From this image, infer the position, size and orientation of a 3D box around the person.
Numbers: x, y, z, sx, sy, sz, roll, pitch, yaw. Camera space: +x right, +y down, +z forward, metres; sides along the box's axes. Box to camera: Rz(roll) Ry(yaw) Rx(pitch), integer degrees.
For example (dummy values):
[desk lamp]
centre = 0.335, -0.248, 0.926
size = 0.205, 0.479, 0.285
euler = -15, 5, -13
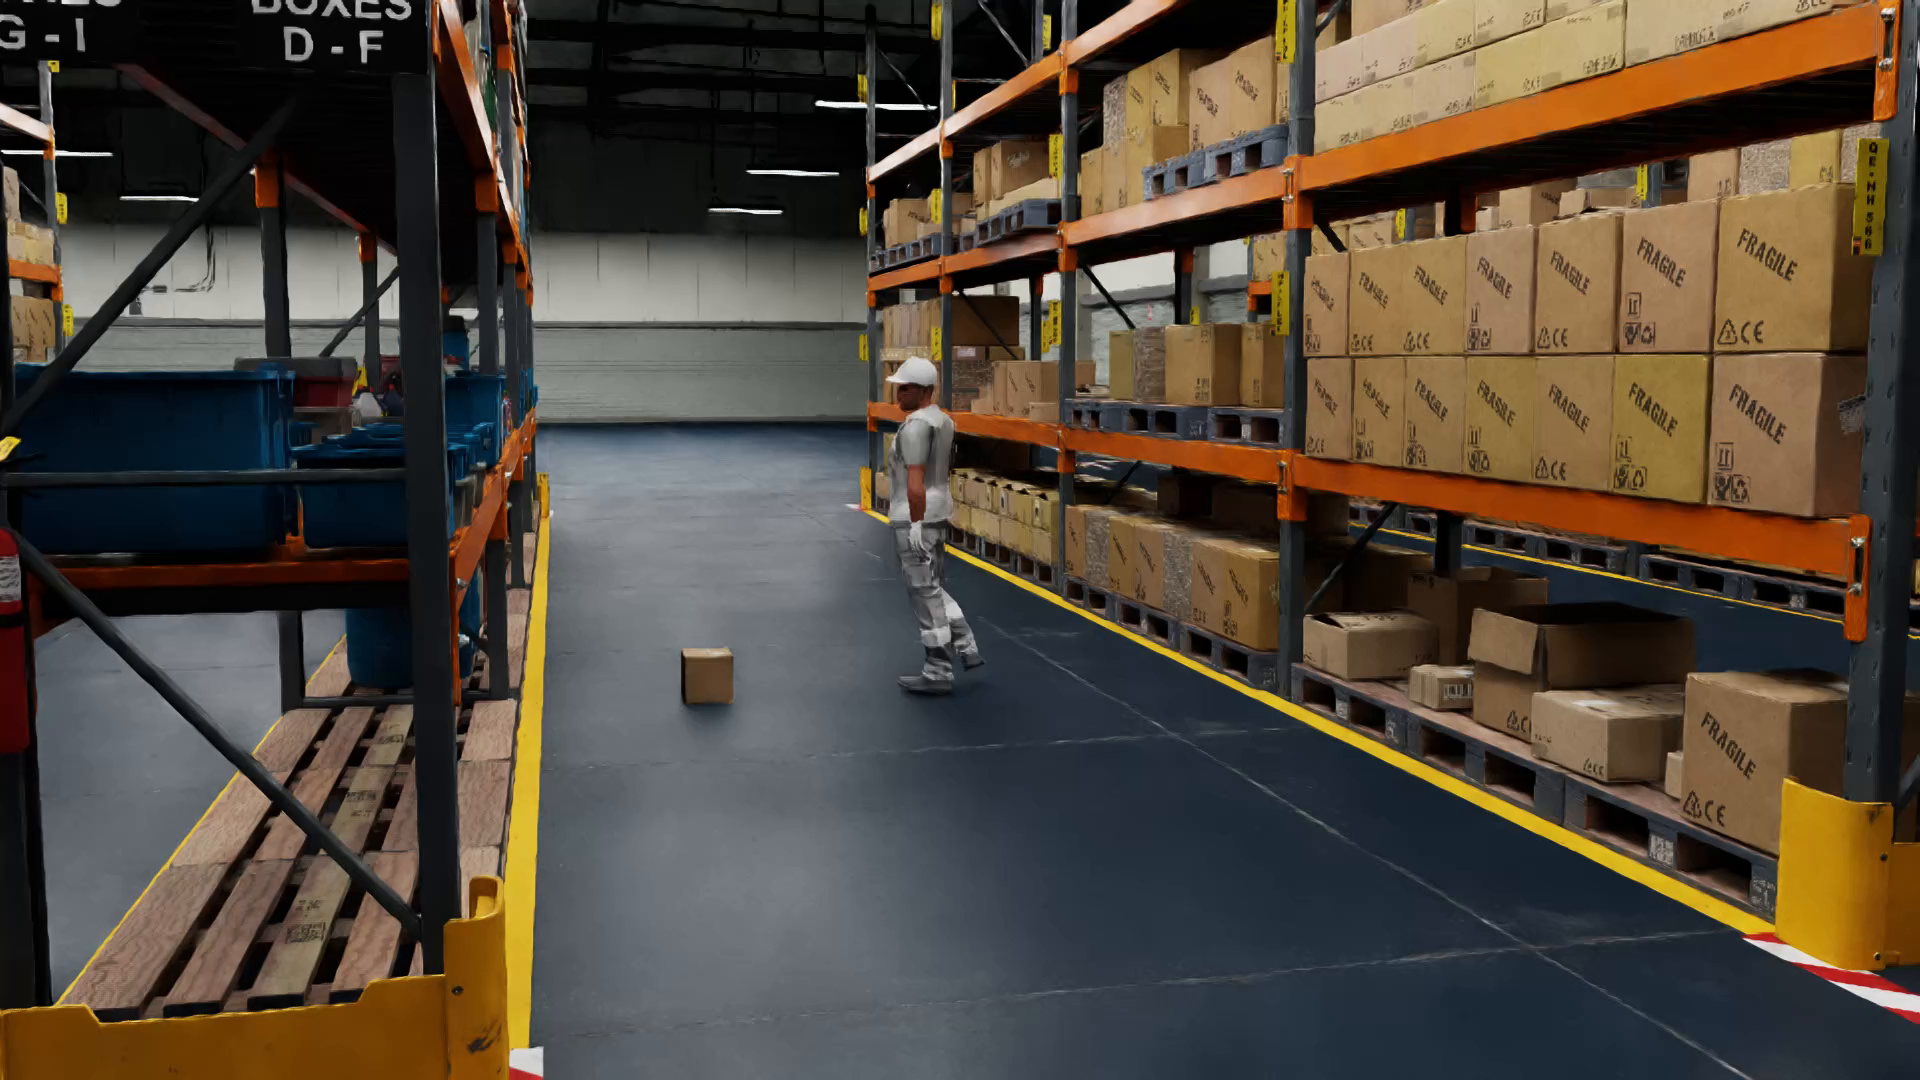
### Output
[person]
centre = -0.135, -0.087, 8.934
size = 0.456, 1.781, 0.710
euler = 2, 6, 20
